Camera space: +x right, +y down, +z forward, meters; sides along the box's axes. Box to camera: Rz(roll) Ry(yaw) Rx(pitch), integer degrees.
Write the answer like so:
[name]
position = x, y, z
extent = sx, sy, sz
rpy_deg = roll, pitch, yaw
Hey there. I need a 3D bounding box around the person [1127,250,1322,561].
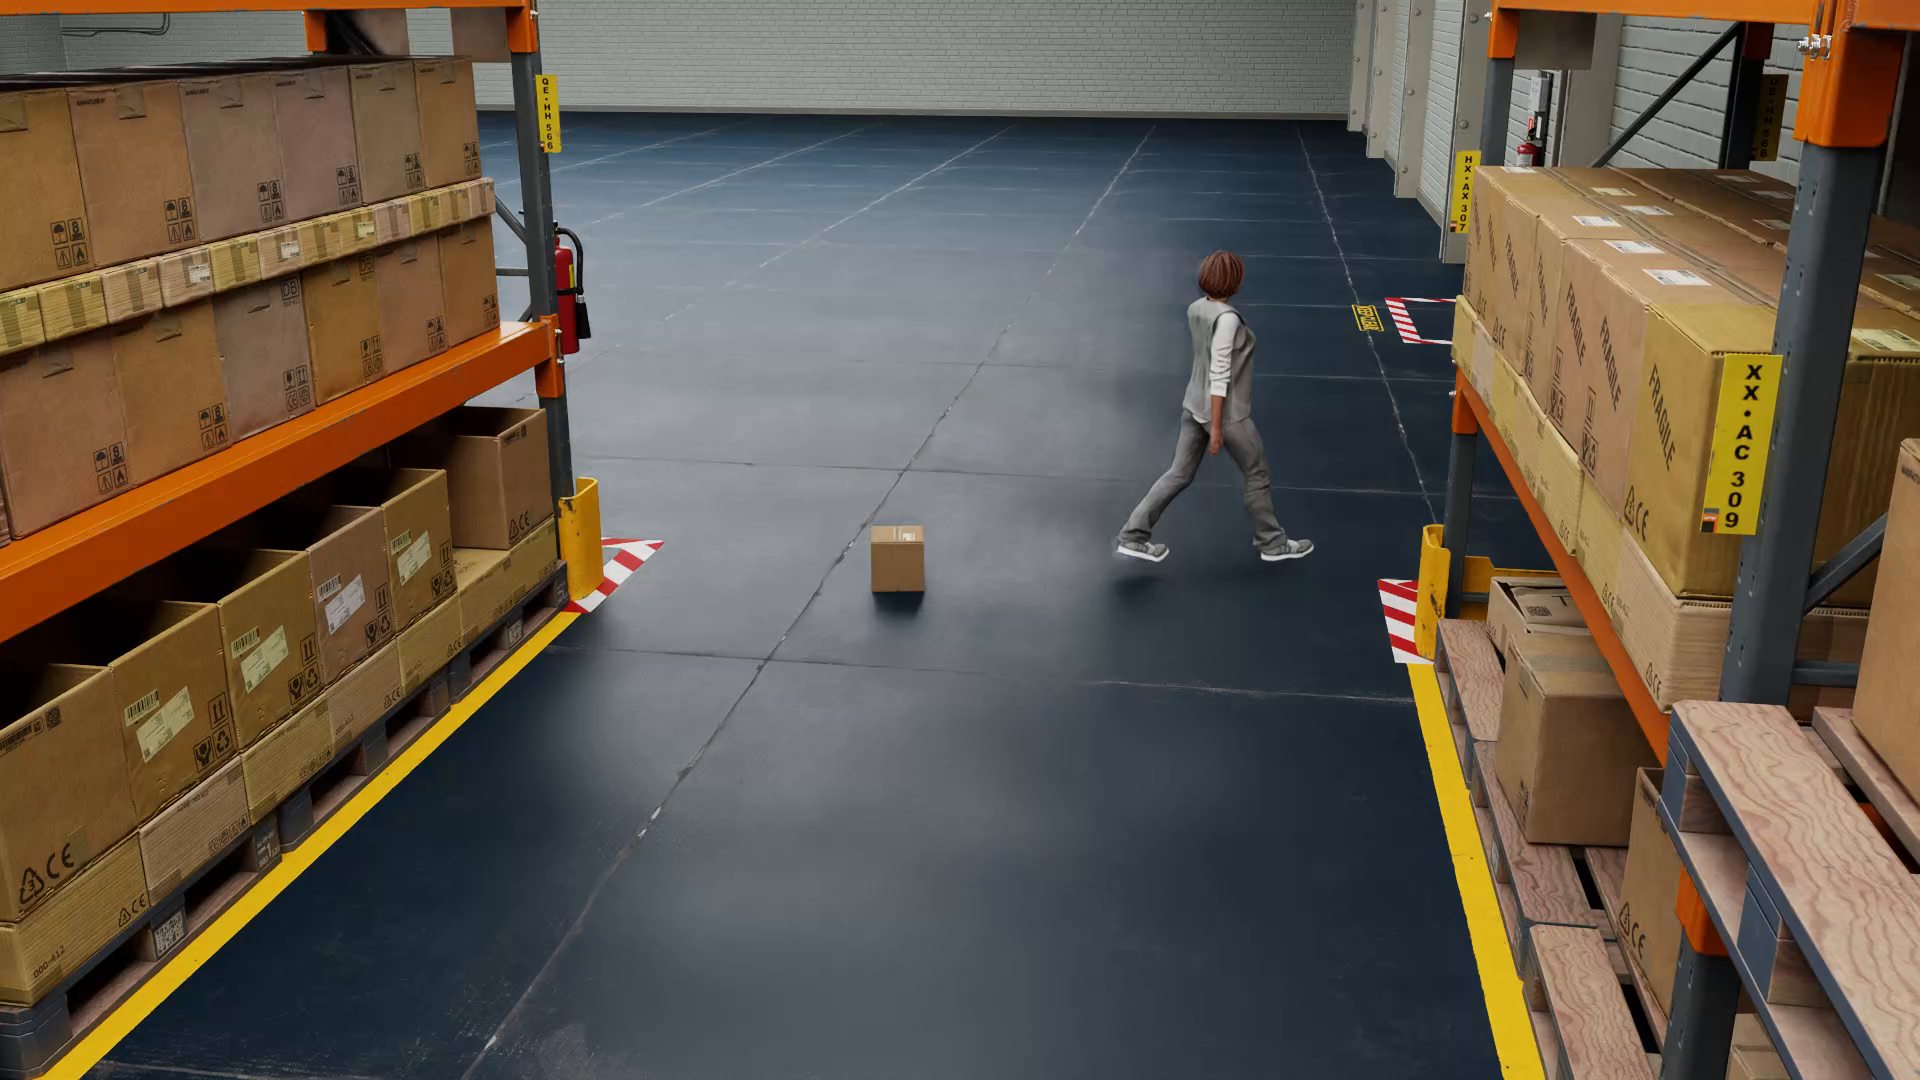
[person]
position = 1.301, -0.625, 7.980
extent = 0.981, 1.529, 0.441
rpy_deg = -7, 19, -21
